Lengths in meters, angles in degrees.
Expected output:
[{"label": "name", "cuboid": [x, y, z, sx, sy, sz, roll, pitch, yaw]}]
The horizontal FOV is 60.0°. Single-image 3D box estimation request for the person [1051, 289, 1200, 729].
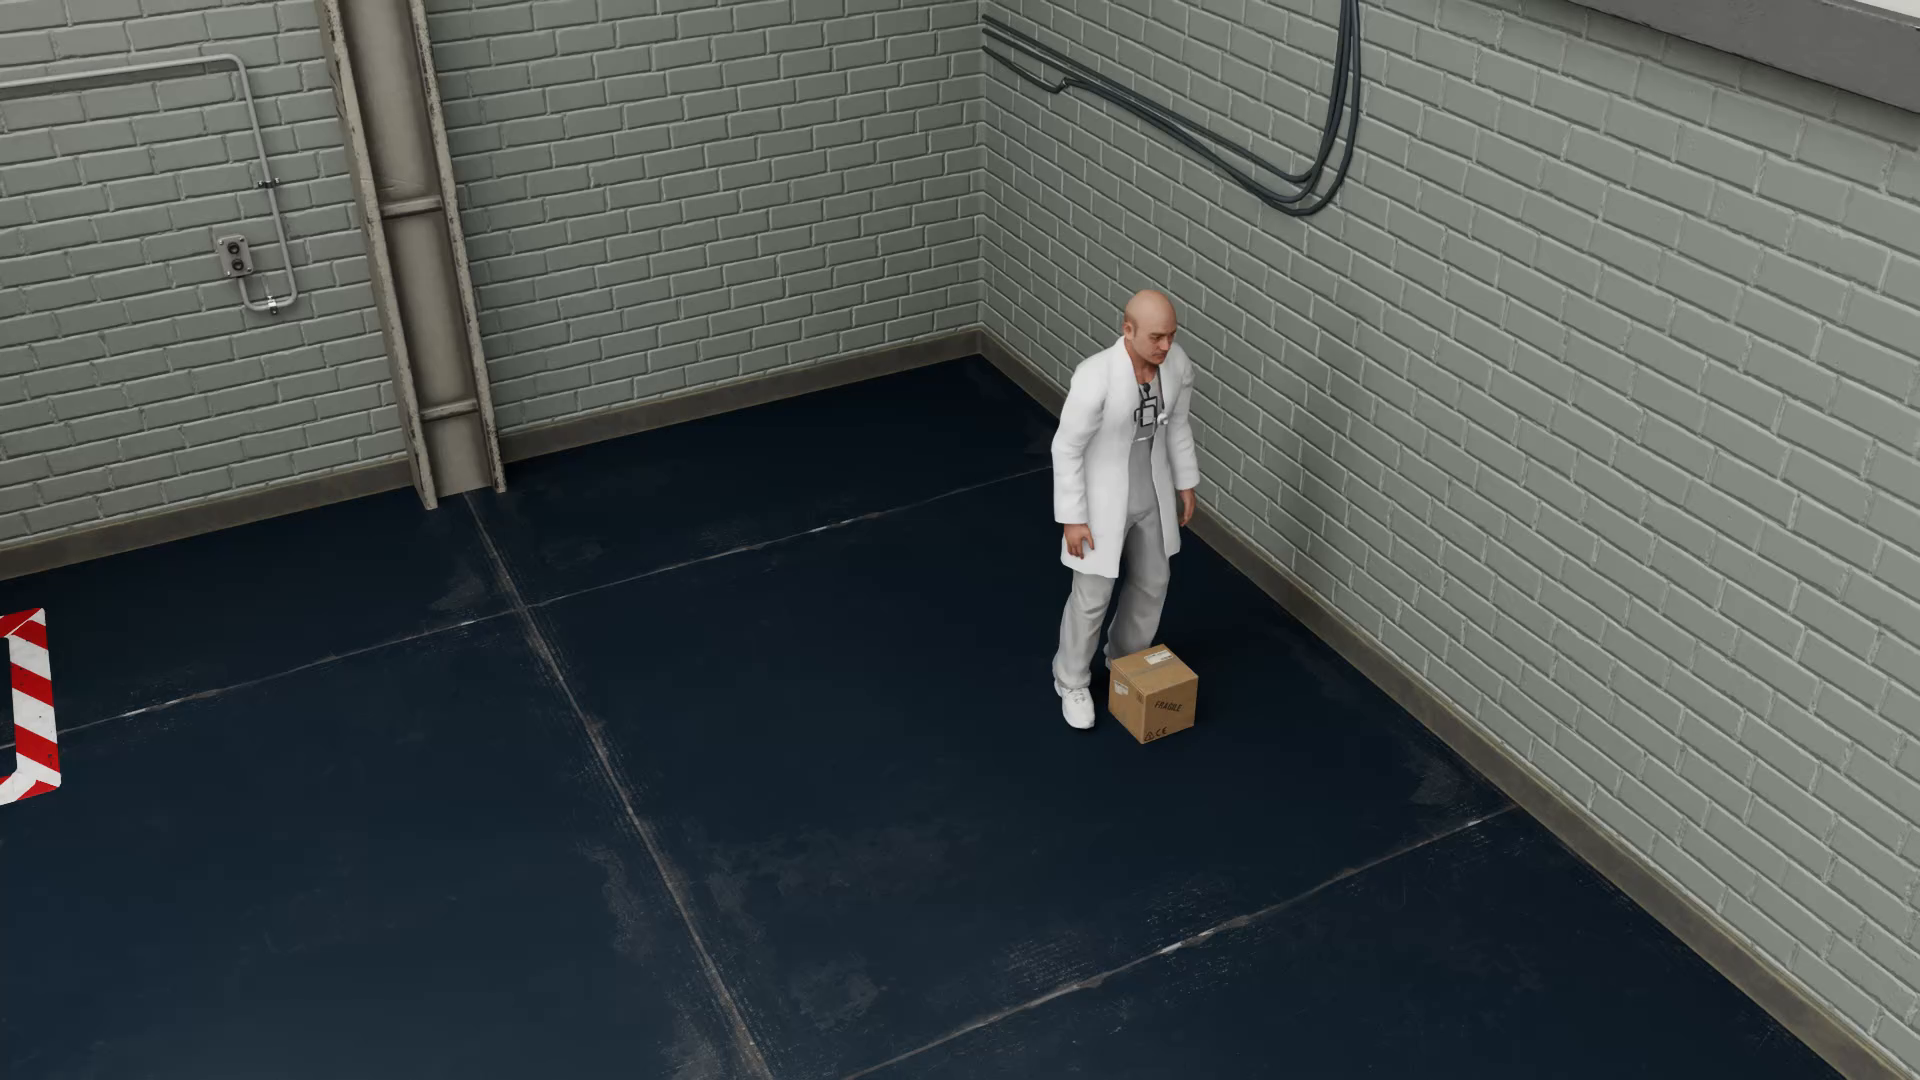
[{"label": "person", "cuboid": [0.638, -0.095, 6.405, 0.655, 1.662, 0.422, -18, 37, -25]}]
